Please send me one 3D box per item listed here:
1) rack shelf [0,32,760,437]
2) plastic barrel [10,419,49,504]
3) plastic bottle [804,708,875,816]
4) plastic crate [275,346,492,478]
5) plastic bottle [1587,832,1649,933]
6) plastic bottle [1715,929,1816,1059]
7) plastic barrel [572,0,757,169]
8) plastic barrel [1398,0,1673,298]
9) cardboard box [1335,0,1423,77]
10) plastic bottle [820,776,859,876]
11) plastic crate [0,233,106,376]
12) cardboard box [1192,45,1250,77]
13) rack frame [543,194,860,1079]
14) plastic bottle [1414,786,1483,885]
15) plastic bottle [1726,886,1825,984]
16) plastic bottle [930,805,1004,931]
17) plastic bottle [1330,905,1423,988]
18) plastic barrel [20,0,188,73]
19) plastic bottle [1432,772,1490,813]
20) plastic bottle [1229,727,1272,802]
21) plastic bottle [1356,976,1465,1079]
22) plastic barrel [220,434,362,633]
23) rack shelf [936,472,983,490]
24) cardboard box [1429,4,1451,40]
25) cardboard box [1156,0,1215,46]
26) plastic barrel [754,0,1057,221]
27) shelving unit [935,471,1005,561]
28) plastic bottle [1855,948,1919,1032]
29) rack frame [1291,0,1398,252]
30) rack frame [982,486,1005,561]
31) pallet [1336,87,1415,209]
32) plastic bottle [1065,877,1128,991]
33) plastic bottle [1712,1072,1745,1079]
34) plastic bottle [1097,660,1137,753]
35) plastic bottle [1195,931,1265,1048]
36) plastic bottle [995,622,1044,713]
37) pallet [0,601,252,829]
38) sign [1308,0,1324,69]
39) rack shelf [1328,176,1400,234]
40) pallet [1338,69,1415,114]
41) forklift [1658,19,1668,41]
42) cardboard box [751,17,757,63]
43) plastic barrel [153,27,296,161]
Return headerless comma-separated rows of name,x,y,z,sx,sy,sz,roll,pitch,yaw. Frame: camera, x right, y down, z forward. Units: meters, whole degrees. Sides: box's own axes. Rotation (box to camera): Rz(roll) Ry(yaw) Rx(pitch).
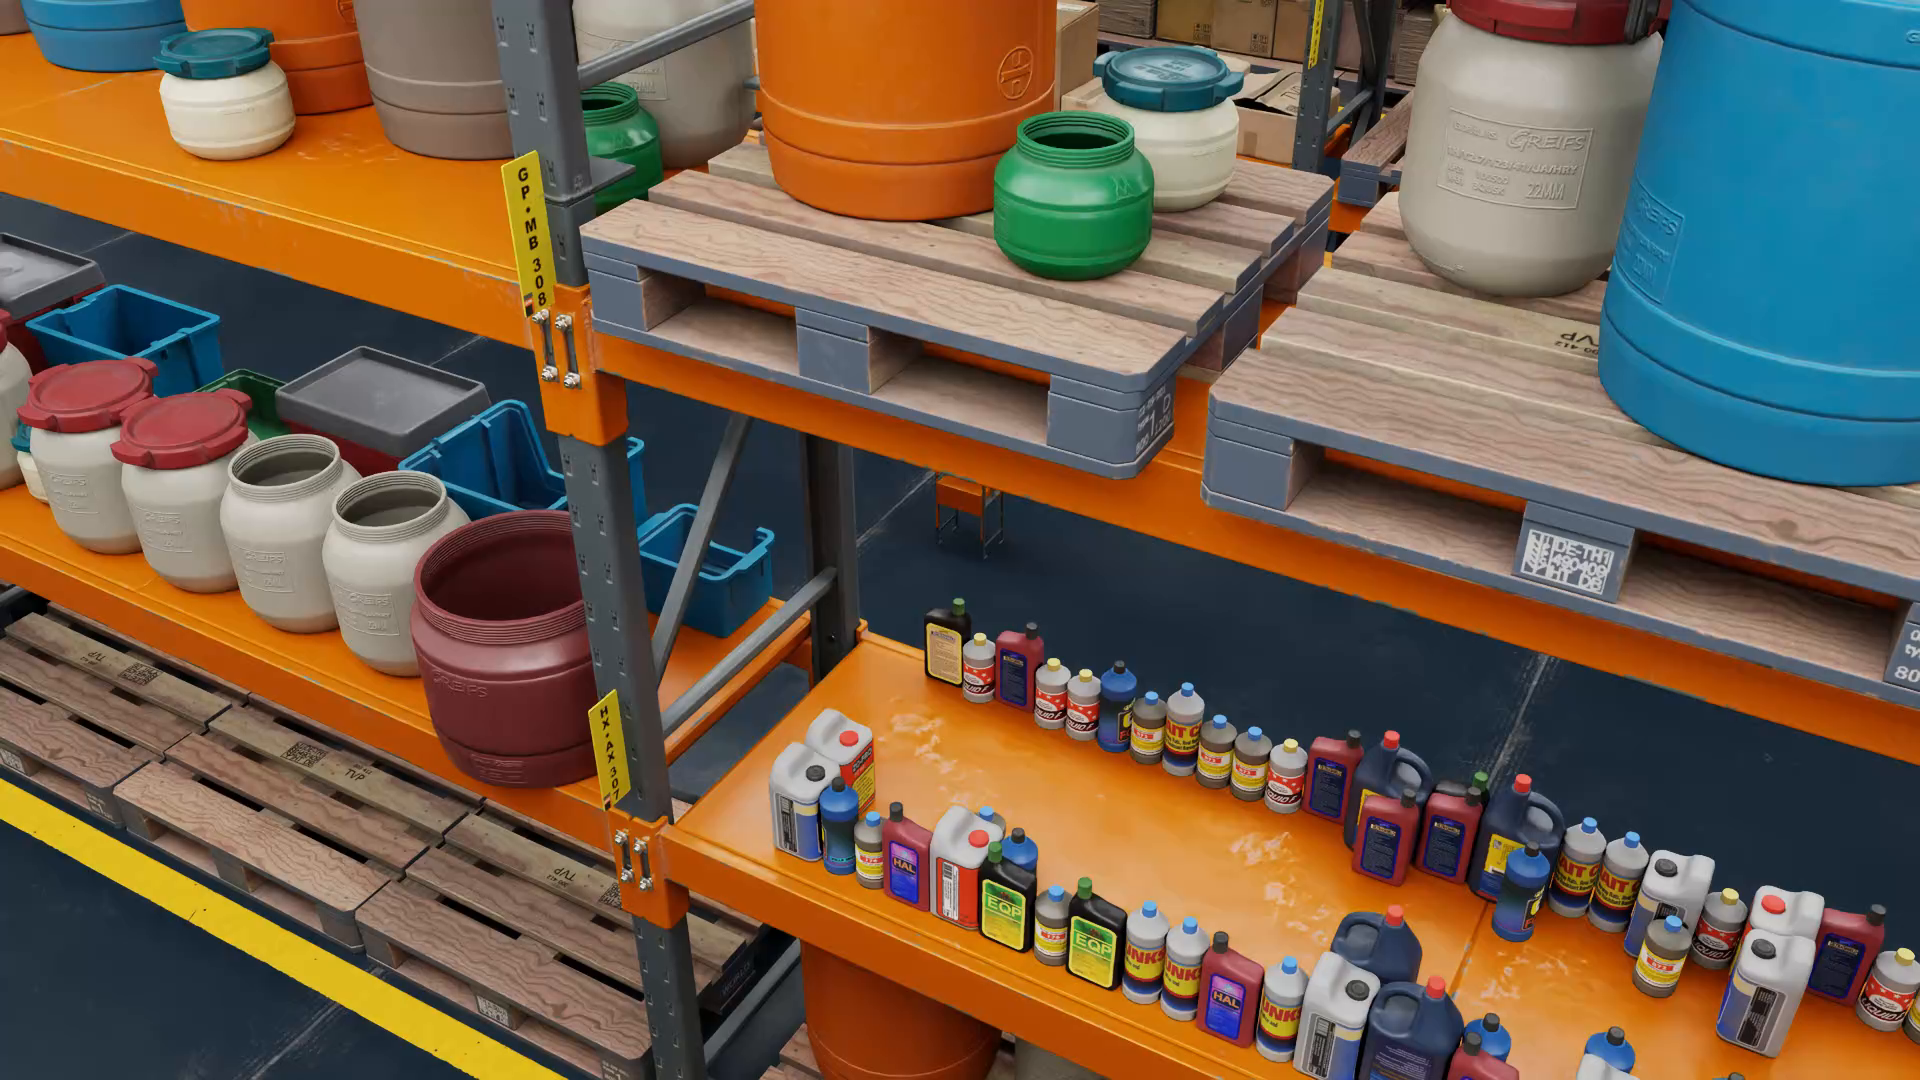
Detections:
rack shelf,-2.335,-1.175,4.751,4.000,0.370,1.077,18,37,24
plastic barrel,-2.998,-0.280,5.589,0.301,0.262,0.301,0,34,0
plastic bottle,-0.307,0.577,4.289,0.135,0.276,0.152,18,37,24
plastic crate,-1.849,-0.294,5.427,0.583,0.464,0.402,18,37,24
plastic bottle,1.570,0.804,3.953,0.097,0.271,0.097,0,34,0
plastic bottle,1.783,0.984,3.678,0.135,0.276,0.152,18,37,24
plastic barrel,-0.716,-1.204,4.044,0.421,0.512,0.421,0,34,0
plastic barrel,1.016,-0.741,2.948,0.433,0.535,0.433,0,34,0
cardboard box,3.277,-3.956,12.843,0.500,0.500,0.700,18,37,24
plastic bottle,-0.296,0.697,4.112,0.097,0.271,0.097,0,34,0
plastic crate,-3.499,-0.816,6.212,0.583,0.464,0.402,18,37,24
cardboard box,1.182,-2.360,8.669,0.500,0.311,0.500,17,37,24
rack frame,-0.598,0.324,4.557,0.127,3.000,1.000,18,37,24
plastic bottle,1.203,0.710,4.083,0.133,0.283,0.061,18,37,24
plastic bottle,1.858,0.911,3.788,0.135,0.276,0.152,18,37,24
plastic bottle,0.019,0.778,3.988,0.135,0.276,0.152,18,37,24
plastic bottle,0.917,0.936,3.682,0.185,0.351,0.144,18,37,24
plastic barrel,-2.386,-1.838,4.645,0.708,0.901,0.600,18,37,24
plastic bottle,1.233,0.681,4.127,0.133,0.283,0.061,18,37,24
plastic bottle,0.763,0.578,4.356,0.097,0.201,0.097,0,34,0
plastic bottle,0.958,1.047,3.516,0.185,0.351,0.144,18,37,24
plastic barrel,-1.963,-0.018,4.970,0.421,0.512,0.421,0,34,0
rack shelf,0.046,-0.413,7.443,0.240,0.259,0.215,18,37,24
cardboard box,2.466,-2.156,7.812,0.500,0.500,0.700,6,34,9
cardboard box,1.966,-4.374,13.470,0.500,0.500,0.700,17,37,23
plastic barrel,-0.107,-1.120,3.253,0.708,0.830,0.600,18,37,24
shelving unit,0.046,-0.422,7.437,0.252,1.050,0.215,18,37,24
plastic bottle,2.088,0.997,3.725,0.097,0.201,0.097,0,34,0
rack frame,1.863,-2.058,8.135,0.127,3.000,1.000,18,37,24
rack frame,0.152,-0.389,7.387,0.008,1.050,0.200,18,37,24
pallet,2.486,-1.826,7.959,1.003,0.211,1.213,18,37,24
plastic bottle,0.313,0.897,3.802,0.133,0.283,0.061,18,37,24
plastic bottle,1.546,1.184,3.382,0.097,0.271,0.097,0,34,0
plastic bottle,0.425,0.441,4.497,0.097,0.271,0.097,0,34,0
plastic bottle,0.598,0.987,3.667,0.133,0.283,0.061,18,37,24
plastic bottle,0.165,0.342,4.635,0.133,0.283,0.061,18,37,24
pallet,-3.370,0.582,6.685,1.213,0.211,1.003,18,37,24
sign,1.590,-2.272,7.411,0.005,0.325,0.100,18,37,24
rack shelf,3.599,-1.209,7.508,4.000,0.370,1.077,18,37,24
pallet,3.640,-3.498,12.813,1.213,0.211,1.003,18,37,24
forklift,3.648,-3.181,9.883,1.130,2.935,3.031,-12,36,-18
cardboard box,-1.161,-2.982,9.656,0.500,0.250,0.500,20,39,27
plastic barrel,-1.818,-1.104,4.120,0.301,0.262,0.301,0,34,0
